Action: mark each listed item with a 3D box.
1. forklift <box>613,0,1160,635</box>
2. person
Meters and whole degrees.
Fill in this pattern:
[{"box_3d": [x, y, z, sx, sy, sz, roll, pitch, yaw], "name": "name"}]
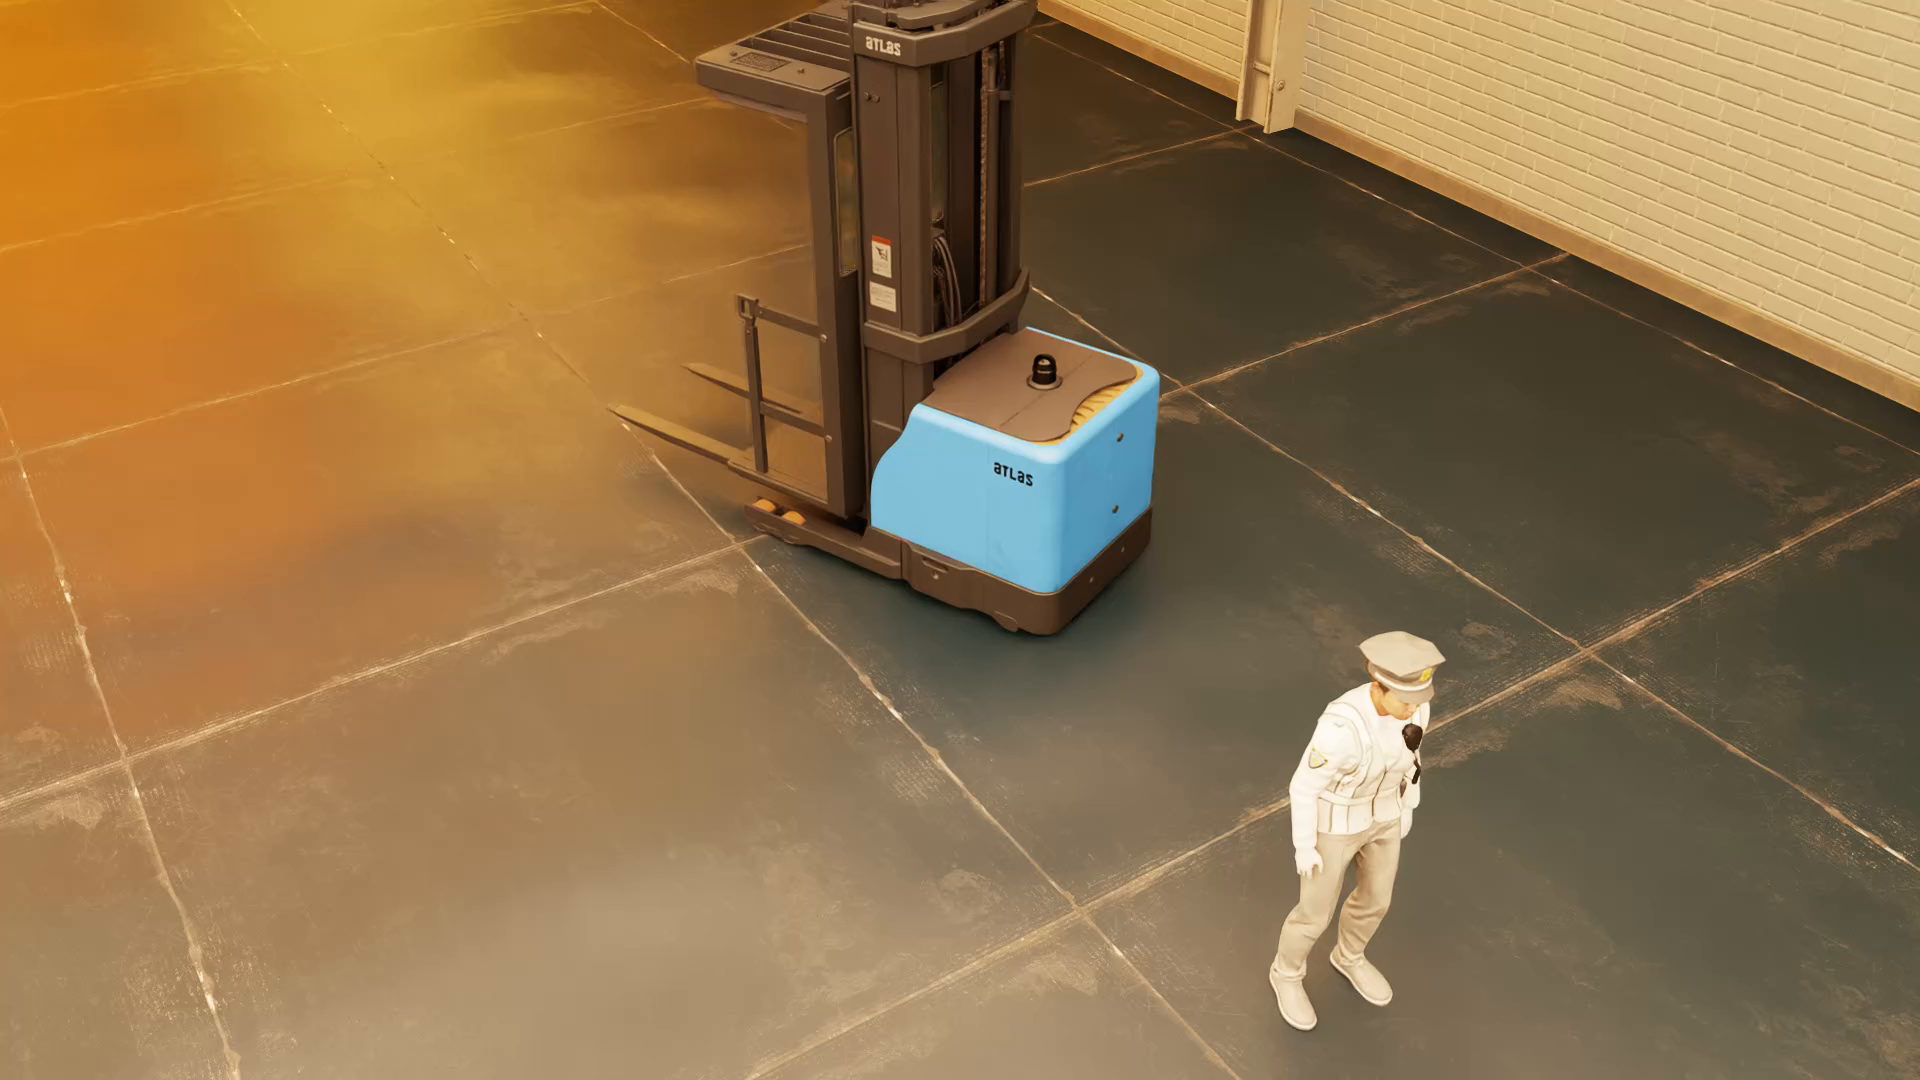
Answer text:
[{"box_3d": [-0.520, -1.407, 8.150, 3.031, 2.935, 1.130, 22, 41, 28], "name": "forklift"}, {"box_3d": [1.386, 1.002, 5.831, 0.532, 1.666, 0.373, -15, 38, -20], "name": "person"}]
